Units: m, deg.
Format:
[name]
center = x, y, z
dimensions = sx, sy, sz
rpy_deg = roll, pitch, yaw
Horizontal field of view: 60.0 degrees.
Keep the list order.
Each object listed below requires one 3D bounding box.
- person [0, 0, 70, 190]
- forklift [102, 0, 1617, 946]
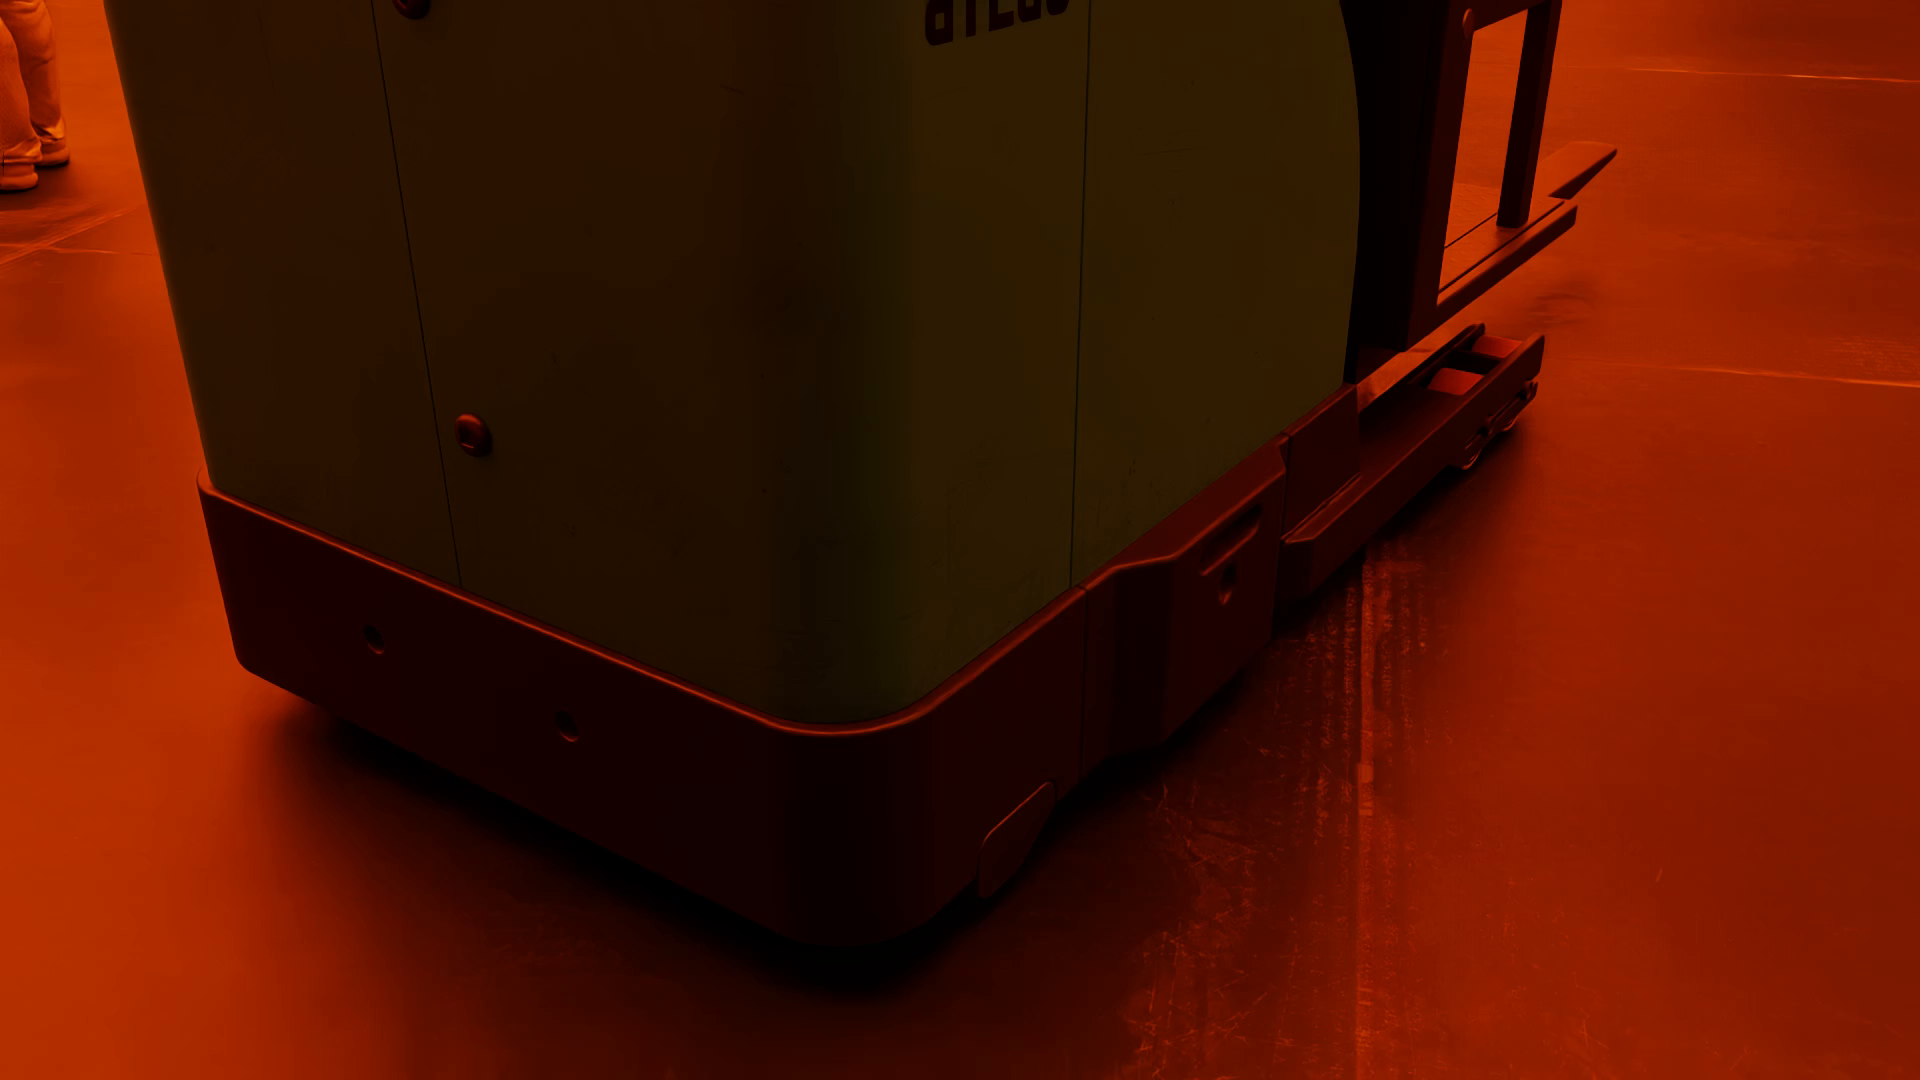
[person]
center = -2.500, -1.724, 3.944
dimensions = 0.566, 1.768, 0.665
rpy_deg = 6, 27, 12
[forklift]
center = 0.349, -1.534, 2.287
dimensions = 1.130, 2.935, 3.031
rpy_deg = 17, 32, 31
